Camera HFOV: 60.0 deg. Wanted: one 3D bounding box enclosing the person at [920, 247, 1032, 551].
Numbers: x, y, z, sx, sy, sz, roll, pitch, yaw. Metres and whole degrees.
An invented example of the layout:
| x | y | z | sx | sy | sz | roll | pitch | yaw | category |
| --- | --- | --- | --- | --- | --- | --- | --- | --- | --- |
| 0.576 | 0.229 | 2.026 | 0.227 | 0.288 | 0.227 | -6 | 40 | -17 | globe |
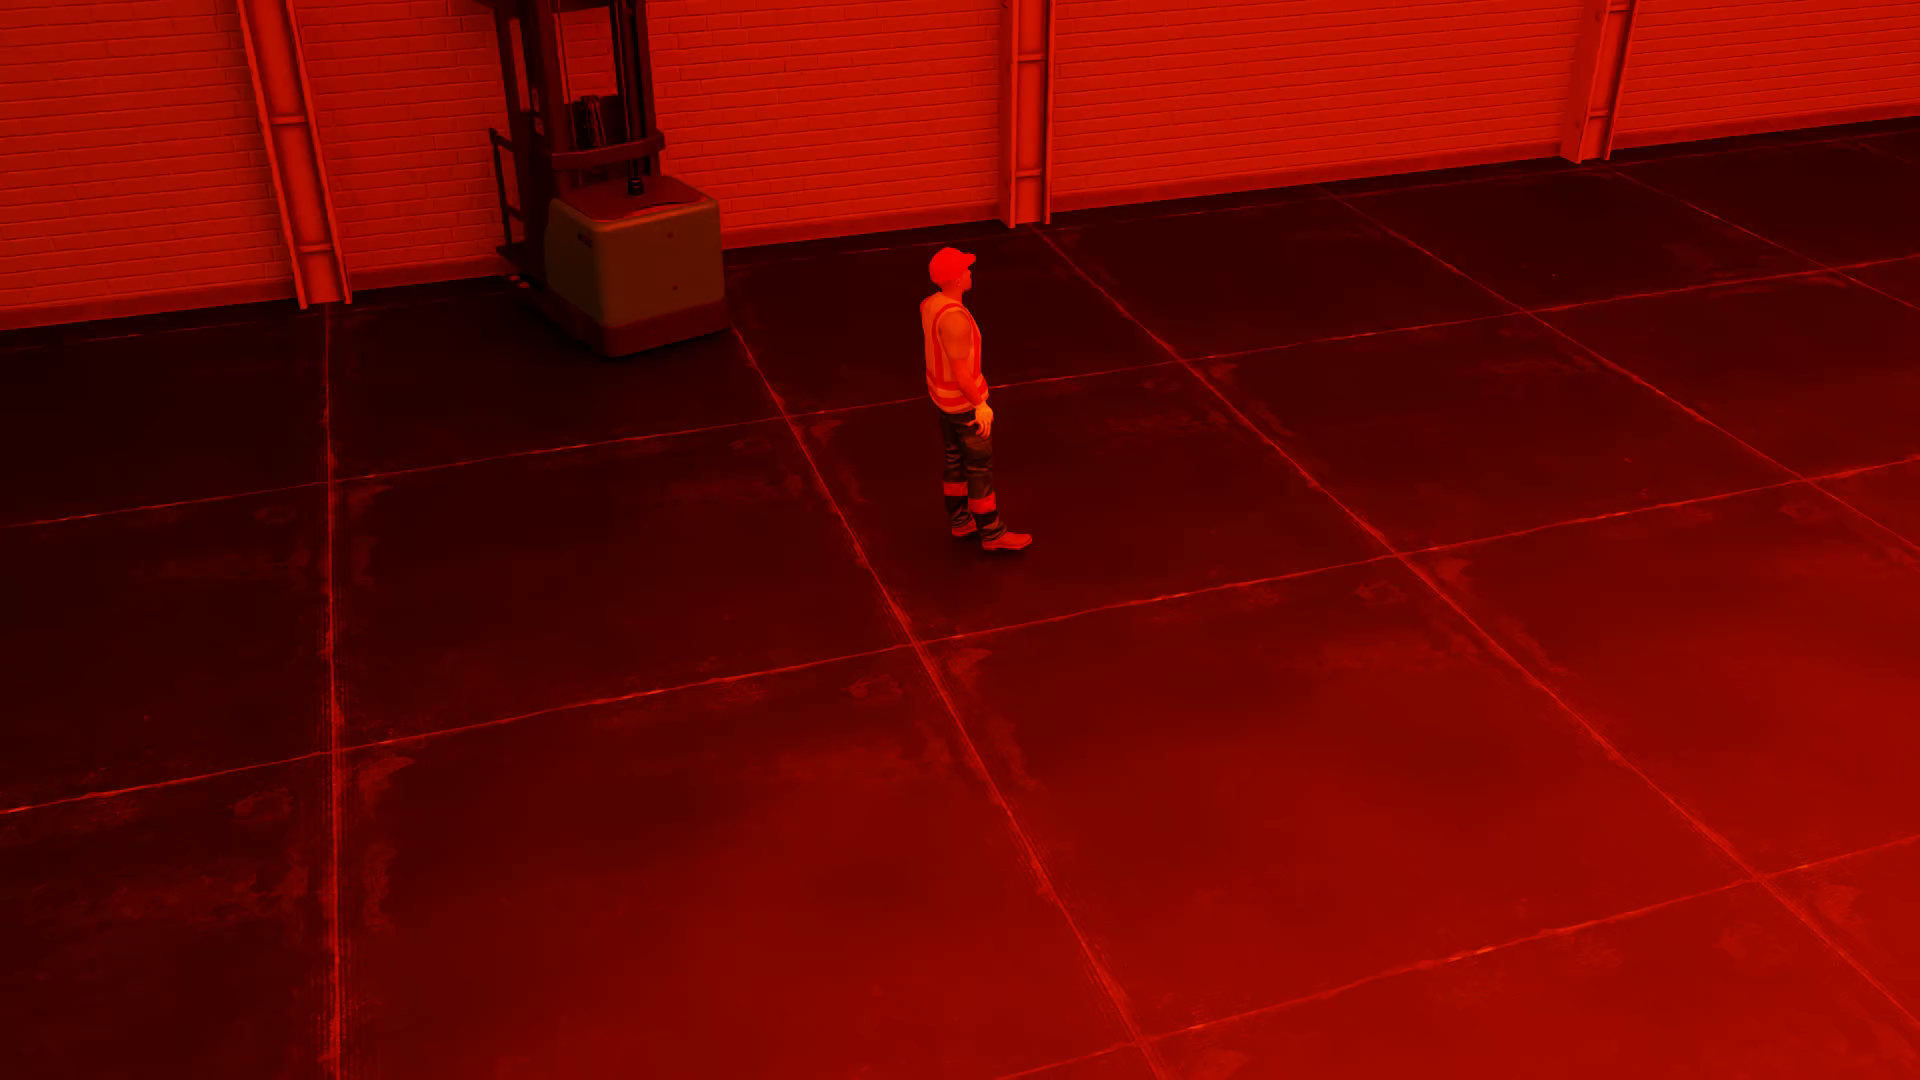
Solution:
| x | y | z | sx | sy | sz | roll | pitch | yaw | category |
| --- | --- | --- | --- | --- | --- | --- | --- | --- | --- |
| 0.080 | -0.824 | 9.568 | 0.561 | 1.789 | 0.637 | -10 | 31 | -16 | person |

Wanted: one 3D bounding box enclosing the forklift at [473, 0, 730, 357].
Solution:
| x | y | z | sx | sy | sz | roll | pitch | yaw | category |
| --- | --- | --- | --- | --- | --- | --- | --- | --- | --- |
| -3.037 | -3.292 | 12.809 | 1.130 | 2.935 | 3.031 | -20 | 36 | -31 | forklift |
